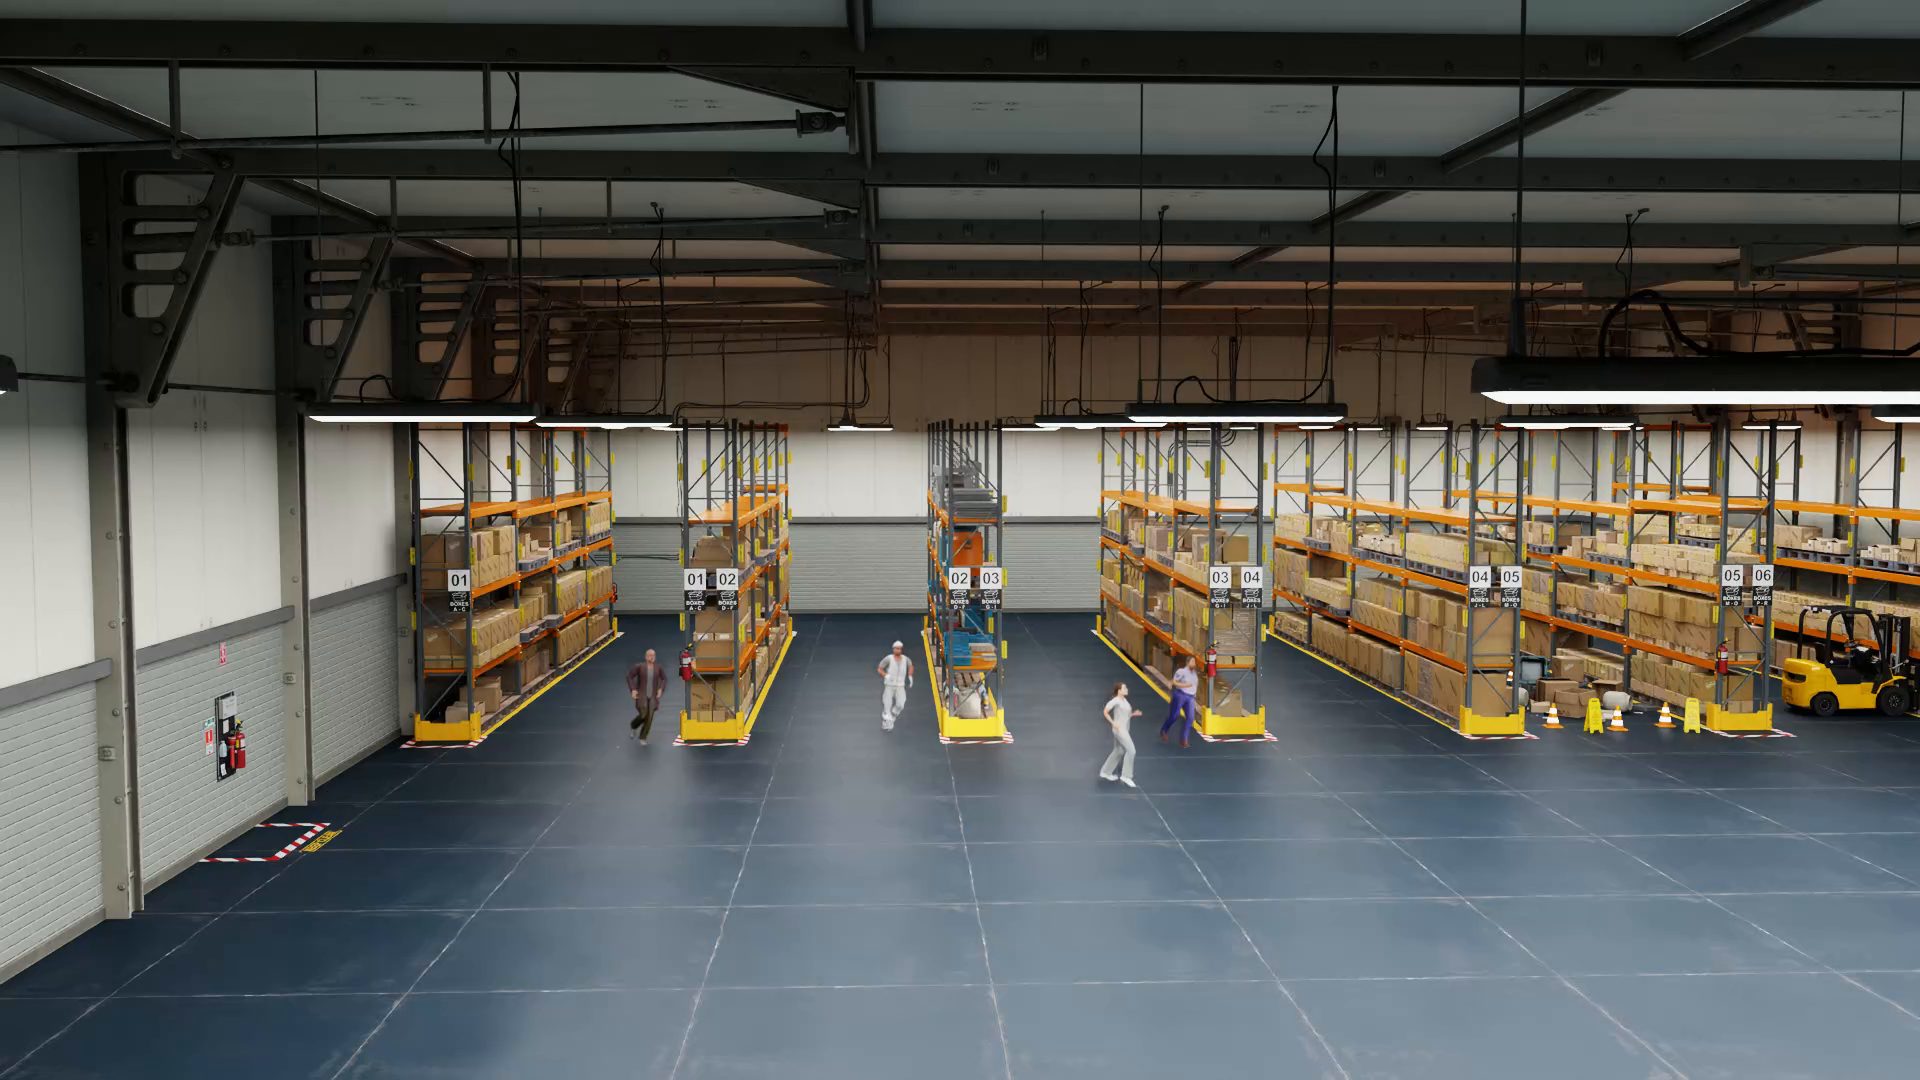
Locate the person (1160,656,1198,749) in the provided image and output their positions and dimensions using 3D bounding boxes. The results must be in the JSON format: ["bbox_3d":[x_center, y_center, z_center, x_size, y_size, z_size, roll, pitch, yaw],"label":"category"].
[{"bbox_3d":[4.144,2.954,30.642,0.641,1.647,0.857,-2,4,-24],"label":"person"}]

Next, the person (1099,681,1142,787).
[{"bbox_3d":[2.608,3.157,27.086,0.709,1.726,0.548,1,4,20],"label":"person"}]

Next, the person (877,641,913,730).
[{"bbox_3d":[-1.222,2.803,31.918,0.748,1.727,0.614,-1,4,-14],"label":"person"}]

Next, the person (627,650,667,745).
[{"bbox_3d":[-5.772,2.909,30.795,0.723,1.763,0.617,-2,4,-28],"label":"person"}]
